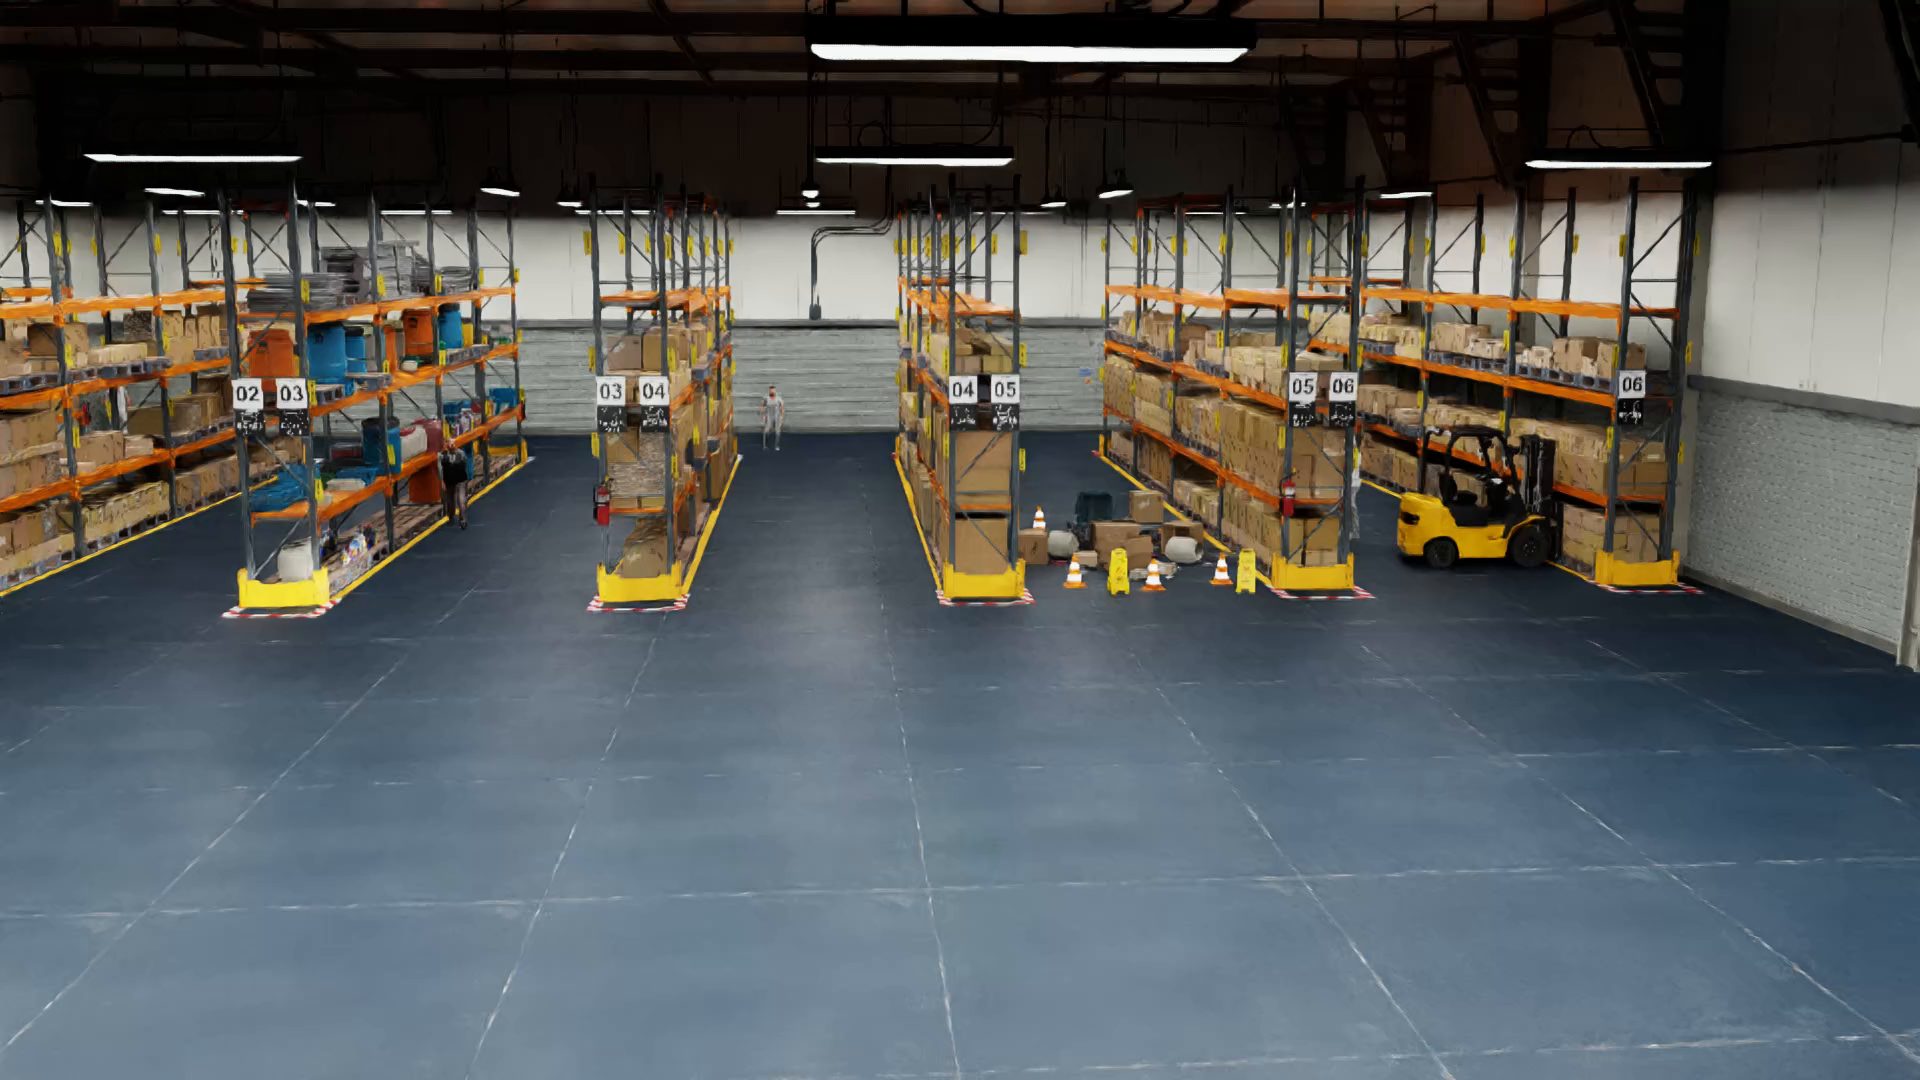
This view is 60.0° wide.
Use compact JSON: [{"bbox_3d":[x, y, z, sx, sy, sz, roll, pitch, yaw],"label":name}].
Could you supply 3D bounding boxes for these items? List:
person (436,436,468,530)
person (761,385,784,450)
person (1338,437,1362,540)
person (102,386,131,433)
[{"bbox_3d":[-9.065,-1.035,29.734,0.538,1.661,1.013,-2,10,-13],"label":"person"},{"bbox_3d":[-4.656,-3.036,41.323,0.580,1.601,0.507,-1,10,-7],"label":"person"},{"bbox_3d":[6.690,-0.931,28.748,0.583,1.782,0.665,5,11,26],"label":"person"},{"bbox_3d":[-21.534,-3.327,42.519,0.673,1.731,0.751,-5,11,-26],"label":"person"}]
